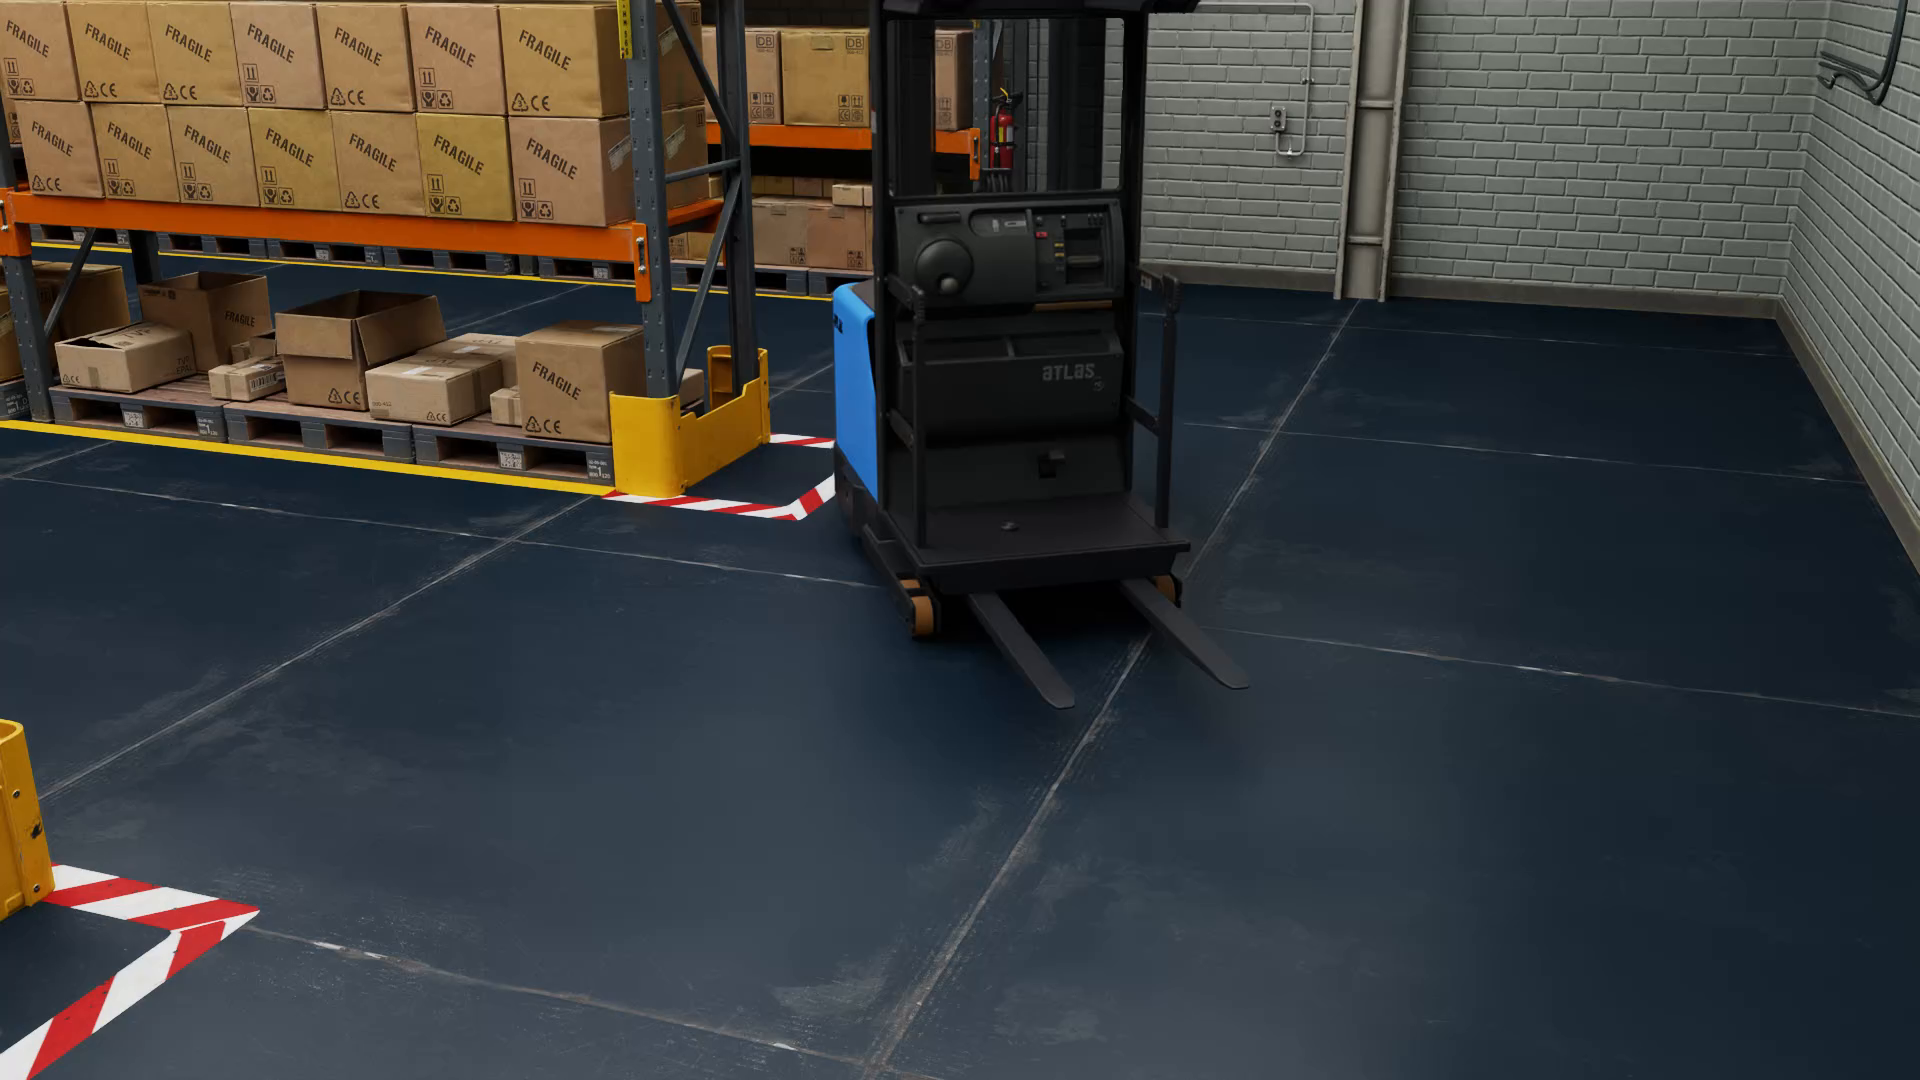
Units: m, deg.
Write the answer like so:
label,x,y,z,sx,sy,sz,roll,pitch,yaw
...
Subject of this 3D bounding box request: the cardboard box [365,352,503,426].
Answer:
label,x,y,z,sx,sy,sz,roll,pitch,yaw
cardboard box,-2.788,-0.810,8.853,0.500,0.250,0.500,7,20,18

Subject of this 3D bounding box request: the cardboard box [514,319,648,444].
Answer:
label,x,y,z,sx,sy,sz,roll,pitch,yaw
cardboard box,-1.901,-0.817,8.491,0.500,0.500,0.500,7,20,18

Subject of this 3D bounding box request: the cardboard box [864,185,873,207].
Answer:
label,x,y,z,sx,sy,sz,roll,pitch,yaw
cardboard box,-0.559,-2.674,12.863,0.250,0.149,0.380,6,20,17

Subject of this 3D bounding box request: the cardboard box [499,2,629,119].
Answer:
label,x,y,z,sx,sy,sz,roll,pitch,yaw
cardboard box,-1.817,-2.289,7.915,0.500,0.500,0.500,6,20,18

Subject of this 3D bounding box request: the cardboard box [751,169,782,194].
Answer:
label,x,y,z,sx,sy,sz,roll,pitch,yaw
cardboard box,-1.632,-2.929,13.596,0.250,0.149,0.380,6,20,17

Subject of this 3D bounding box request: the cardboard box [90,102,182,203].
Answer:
label,x,y,z,sx,sy,sz,roll,pitch,yaw
cardboard box,-4.208,-2.092,8.869,0.500,0.500,0.500,7,20,19

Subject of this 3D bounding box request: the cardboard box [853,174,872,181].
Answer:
label,x,y,z,sx,sy,sz,roll,pitch,yaw
cardboard box,-0.673,-2.820,13.282,0.250,0.149,0.380,7,20,18

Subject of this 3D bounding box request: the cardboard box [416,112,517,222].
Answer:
label,x,y,z,sx,sy,sz,roll,pitch,yaw
cardboard box,-2.310,-1.873,8.240,0.500,0.500,0.500,7,20,19

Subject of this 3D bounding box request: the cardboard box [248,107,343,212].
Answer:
label,x,y,z,sx,sy,sz,roll,pitch,yaw
cardboard box,-3.255,-1.983,8.556,0.500,0.500,0.500,6,20,17

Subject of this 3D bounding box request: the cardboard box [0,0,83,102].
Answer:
label,x,y,z,sx,sy,sz,roll,pitch,yaw
cardboard box,-4.732,-2.620,8.865,0.500,0.500,0.500,7,20,19

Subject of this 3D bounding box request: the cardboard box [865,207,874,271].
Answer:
label,x,y,z,sx,sy,sz,roll,pitch,yaw
cardboard box,-0.378,-2.410,13.093,0.500,0.500,0.700,7,20,18

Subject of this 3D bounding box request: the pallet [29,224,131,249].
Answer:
label,x,y,z,sx,sy,sz,roll,pitch,yaw
pallet,-7.979,-2.980,15.804,1.213,0.211,1.003,7,20,18

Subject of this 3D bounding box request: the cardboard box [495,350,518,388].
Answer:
label,x,y,z,sx,sy,sz,roll,pitch,yaw
cardboard box,-2.199,-0.917,9.160,0.500,0.250,0.500,7,20,18

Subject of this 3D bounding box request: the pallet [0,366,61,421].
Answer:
label,x,y,z,sx,sy,sz,roll,pitch,yaw
pallet,-5.865,-0.998,10.120,1.213,0.211,1.003,7,20,18

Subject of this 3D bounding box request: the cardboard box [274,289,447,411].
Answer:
label,x,y,z,sx,sy,sz,roll,pitch,yaw
cardboard box,-3.308,-1.067,9.203,0.637,0.503,0.797,7,20,18

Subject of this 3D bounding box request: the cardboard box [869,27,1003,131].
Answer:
label,x,y,z,sx,sy,sz,roll,pitch,yaw
cardboard box,-0.169,-3.541,12.723,0.700,0.700,0.980,7,21,21

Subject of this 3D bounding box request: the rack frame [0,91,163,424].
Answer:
label,x,y,z,sx,sy,sz,roll,pitch,yaw
rack frame,-5.085,-2.239,9.443,0.127,3.000,1.000,7,20,18

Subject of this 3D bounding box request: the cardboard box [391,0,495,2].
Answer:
label,x,y,z,sx,sy,sz,roll,pitch,yaw
cardboard box,-2.606,-2.566,8.709,0.500,0.500,0.500,7,20,19

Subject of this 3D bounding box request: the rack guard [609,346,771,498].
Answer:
label,x,y,z,sx,sy,sz,roll,pitch,yaw
rack guard,-1.378,-0.635,8.638,0.348,0.500,1.175,7,20,18

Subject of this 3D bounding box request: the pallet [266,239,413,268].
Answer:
label,x,y,z,sx,sy,sz,roll,pitch,yaw
pallet,-5.373,-2.654,14.870,1.213,0.211,1.003,7,20,18

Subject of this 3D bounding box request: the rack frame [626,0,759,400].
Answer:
label,x,y,z,sx,sy,sz,roll,pitch,yaw
rack frame,-1.306,-1.807,8.203,0.127,3.000,1.000,7,20,18

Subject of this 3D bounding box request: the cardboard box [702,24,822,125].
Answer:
label,x,y,z,sx,sy,sz,roll,pitch,yaw
cardboard box,-1.577,-3.702,13.183,0.700,0.700,0.980,6,20,15

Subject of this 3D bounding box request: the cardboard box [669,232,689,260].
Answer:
label,x,y,z,sx,sy,sz,roll,pitch,yaw
cardboard box,-2.316,-2.630,13.723,0.500,0.500,0.700,6,20,18

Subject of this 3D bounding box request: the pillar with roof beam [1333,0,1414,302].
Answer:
label,x,y,z,sx,sy,sz,roll,pitch,yaw
pillar with roof beam,1.737,-4.819,7.730,0.400,9.000,9.100,7,20,18

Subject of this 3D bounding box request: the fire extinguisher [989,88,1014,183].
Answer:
label,x,y,z,sx,sy,sz,roll,pitch,yaw
fire extinguisher,0.307,-2.975,12.239,0.183,0.674,0.296,7,20,18

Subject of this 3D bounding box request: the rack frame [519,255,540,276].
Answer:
label,x,y,z,sx,sy,sz,roll,pitch,yaw
rack frame,-3.463,-3.780,13.862,0.127,3.000,1.000,7,20,18

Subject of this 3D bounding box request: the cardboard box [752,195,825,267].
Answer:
label,x,y,z,sx,sy,sz,roll,pitch,yaw
cardboard box,-1.326,-2.518,13.403,0.500,0.500,0.700,6,20,16

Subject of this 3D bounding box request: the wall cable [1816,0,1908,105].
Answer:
label,x,y,z,sx,sy,sz,roll,pitch,yaw
wall cable,5.541,-3.992,10.075,0.112,2.526,3.097,7,20,18

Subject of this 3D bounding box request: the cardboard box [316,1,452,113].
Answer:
label,x,y,z,sx,sy,sz,roll,pitch,yaw
cardboard box,-2.786,-2.398,8.227,0.500,0.500,0.500,7,20,20

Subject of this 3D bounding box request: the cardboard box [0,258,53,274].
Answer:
label,x,y,z,sx,sy,sz,roll,pitch,yaw
cardboard box,-5.969,-1.449,10.304,0.500,0.500,0.500,7,20,19

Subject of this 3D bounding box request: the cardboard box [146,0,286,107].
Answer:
label,x,y,z,sx,sy,sz,roll,pitch,yaw
cardboard box,-3.759,-2.509,8.545,0.500,0.500,0.500,6,20,16

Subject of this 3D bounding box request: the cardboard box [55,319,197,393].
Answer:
label,x,y,z,sx,sy,sz,roll,pitch,yaw
cardboard box,-4.759,-1.065,9.490,0.500,0.311,0.500,7,20,18

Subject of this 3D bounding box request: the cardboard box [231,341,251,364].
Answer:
label,x,y,z,sx,sy,sz,roll,pitch,yaw
cardboard box,-4.080,-1.105,9.853,0.250,0.149,0.380,7,20,18

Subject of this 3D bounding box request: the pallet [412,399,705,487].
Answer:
label,x,y,z,sx,sy,sz,roll,pitch,yaw
pallet,-2.131,-0.584,8.932,1.213,0.211,1.003,7,20,18

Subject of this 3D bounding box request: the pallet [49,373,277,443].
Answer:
label,x,y,z,sx,sy,sz,roll,pitch,yaw
pallet,-4.436,-0.848,9.688,1.213,0.211,1.003,7,20,18

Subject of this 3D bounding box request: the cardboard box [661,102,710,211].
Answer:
label,x,y,z,sx,sy,sz,roll,pitch,yaw
cardboard box,-1.639,-1.984,8.559,0.500,0.500,0.500,7,20,19

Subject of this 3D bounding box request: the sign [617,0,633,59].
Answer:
label,x,y,z,sx,sy,sz,roll,pitch,yaw
sign,-1.507,-2.333,7.472,0.005,0.325,0.100,7,20,18

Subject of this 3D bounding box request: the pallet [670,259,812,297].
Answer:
label,x,y,z,sx,sy,sz,roll,pitch,yaw
pallet,-1.614,-2.225,13.639,1.213,0.211,1.003,7,20,18

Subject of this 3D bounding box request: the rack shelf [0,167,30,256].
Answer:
label,x,y,z,sx,sy,sz,roll,pitch,yaw
rack shelf,-6.974,-2.115,10.181,4.000,0.370,1.077,7,20,18

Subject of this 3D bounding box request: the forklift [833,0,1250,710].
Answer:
label,x,y,z,sx,sy,sz,roll,pitch,yaw
forklift,0.258,-1.143,6.401,1.130,2.935,3.031,-5,20,-14

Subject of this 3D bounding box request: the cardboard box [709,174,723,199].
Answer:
label,x,y,z,sx,sy,sz,roll,pitch,yaw
cardboard box,-2.033,-2.841,13.344,0.250,0.149,0.380,6,20,17

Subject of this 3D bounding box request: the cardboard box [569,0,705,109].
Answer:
label,x,y,z,sx,sy,sz,roll,pitch,yaw
cardboard box,-1.639,-2.456,8.395,0.500,0.500,0.500,7,20,20

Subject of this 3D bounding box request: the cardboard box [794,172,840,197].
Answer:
label,x,y,z,sx,sy,sz,roll,pitch,yaw
cardboard box,-1.150,-2.874,13.438,0.250,0.149,0.380,7,20,19
